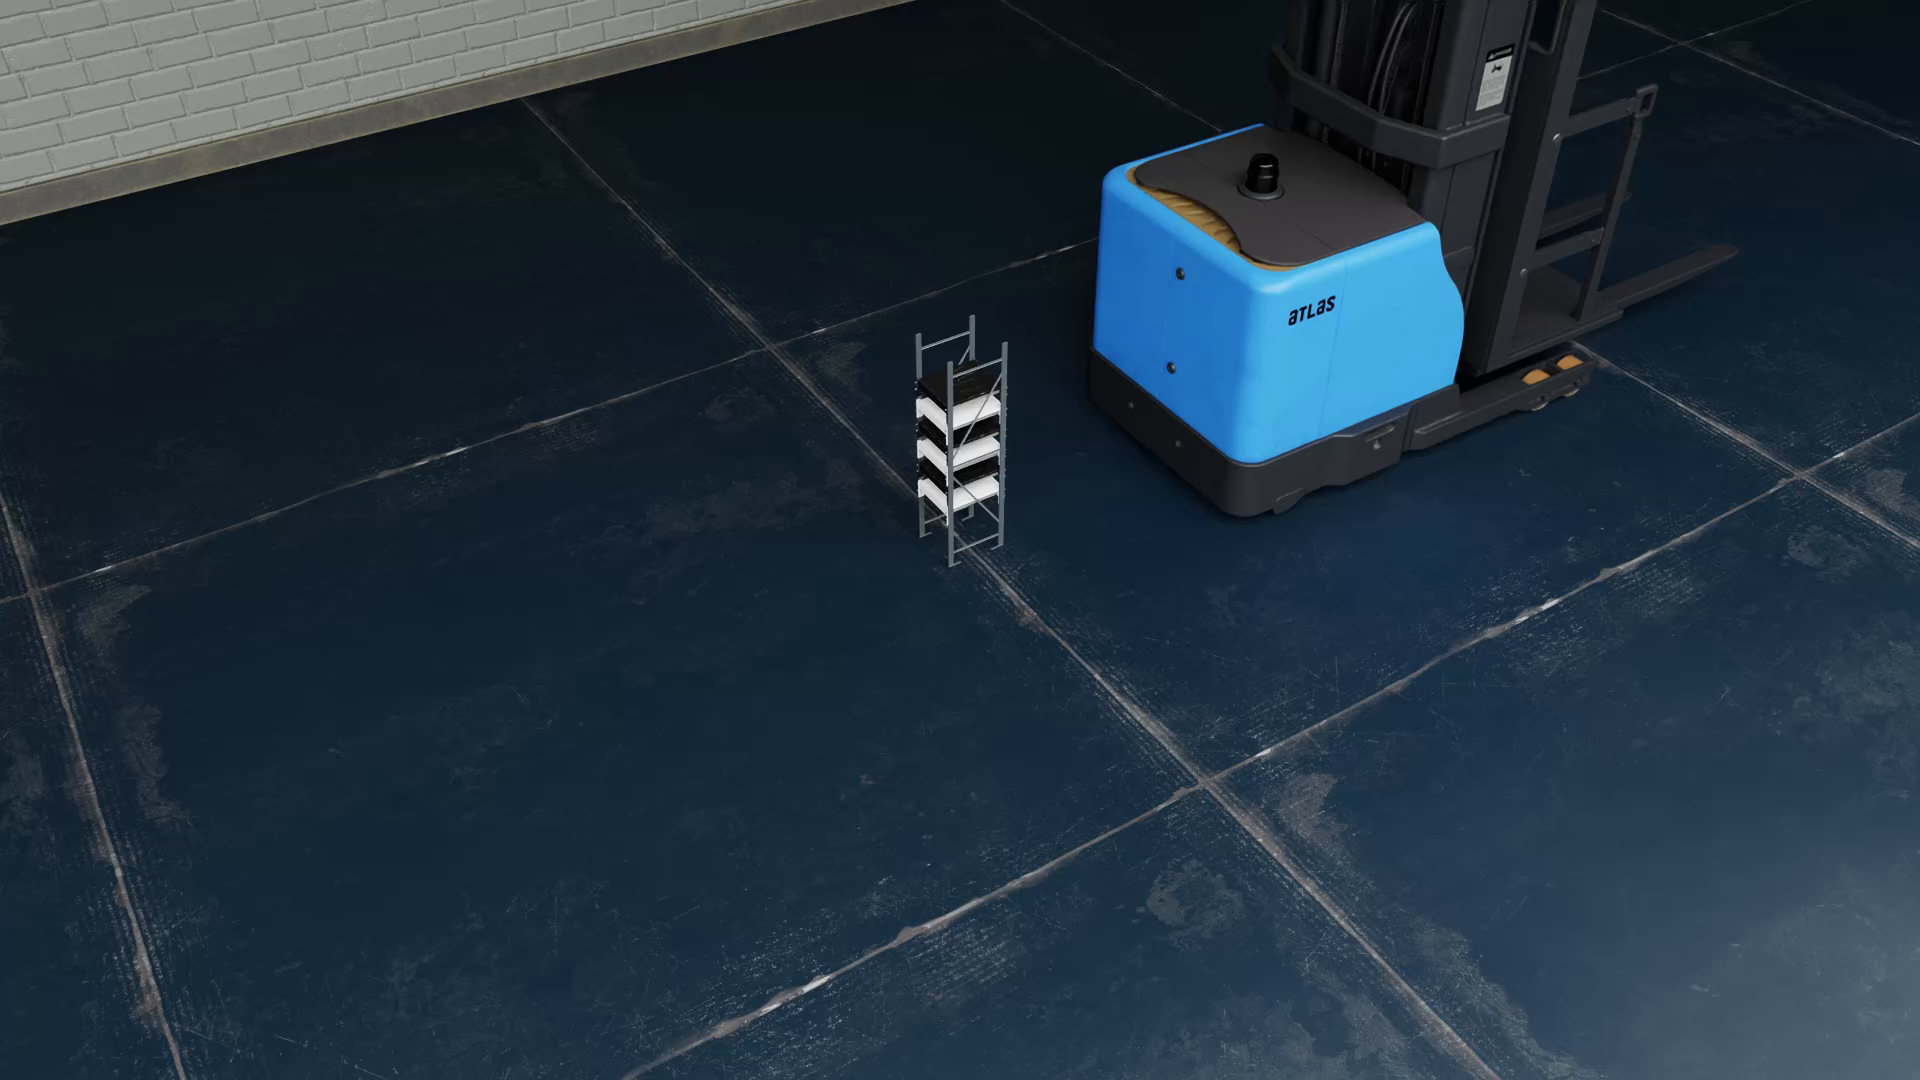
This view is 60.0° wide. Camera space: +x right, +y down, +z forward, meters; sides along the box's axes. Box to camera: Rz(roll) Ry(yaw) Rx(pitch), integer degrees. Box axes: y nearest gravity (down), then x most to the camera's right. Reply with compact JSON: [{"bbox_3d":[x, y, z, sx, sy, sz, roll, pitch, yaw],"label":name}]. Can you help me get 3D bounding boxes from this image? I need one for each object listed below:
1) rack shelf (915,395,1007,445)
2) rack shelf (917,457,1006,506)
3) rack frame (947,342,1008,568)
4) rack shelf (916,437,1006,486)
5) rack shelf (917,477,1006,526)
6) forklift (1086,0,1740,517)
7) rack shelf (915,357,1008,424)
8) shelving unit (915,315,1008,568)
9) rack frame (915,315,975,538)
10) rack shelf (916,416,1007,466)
[{"bbox_3d":[0.004,-0.454,5.863,0.258,0.077,0.200,-22,45,-24],"label":"rack shelf"},{"bbox_3d":[0.004,-0.247,6.036,0.258,0.077,0.200,-22,45,-24],"label":"rack shelf"},{"bbox_3d":[0.059,-0.286,5.891,0.240,0.900,0.006,-22,45,-24],"label":"rack frame"},{"bbox_3d":[0.004,-0.316,5.978,0.258,0.077,0.200,-22,45,-24],"label":"rack shelf"},{"bbox_3d":[0.004,-0.177,6.093,0.258,0.077,0.200,-22,45,-24],"label":"rack shelf"},{"bbox_3d":[2.043,-1.929,6.275,3.031,2.935,1.130,-22,44,-24],"label":"forklift"},{"bbox_3d":[0.004,-0.523,5.805,0.258,0.077,0.200,-22,45,-24],"label":"rack shelf"},{"bbox_3d":[0.004,-0.341,5.957,0.258,0.900,0.210,-22,45,-24],"label":"shelving unit"},{"bbox_3d":[-0.050,-0.396,6.023,0.240,0.900,0.006,-22,45,-24],"label":"rack frame"},{"bbox_3d":[0.004,-0.385,5.920,0.258,0.077,0.200,-22,45,-24],"label":"rack shelf"}]
